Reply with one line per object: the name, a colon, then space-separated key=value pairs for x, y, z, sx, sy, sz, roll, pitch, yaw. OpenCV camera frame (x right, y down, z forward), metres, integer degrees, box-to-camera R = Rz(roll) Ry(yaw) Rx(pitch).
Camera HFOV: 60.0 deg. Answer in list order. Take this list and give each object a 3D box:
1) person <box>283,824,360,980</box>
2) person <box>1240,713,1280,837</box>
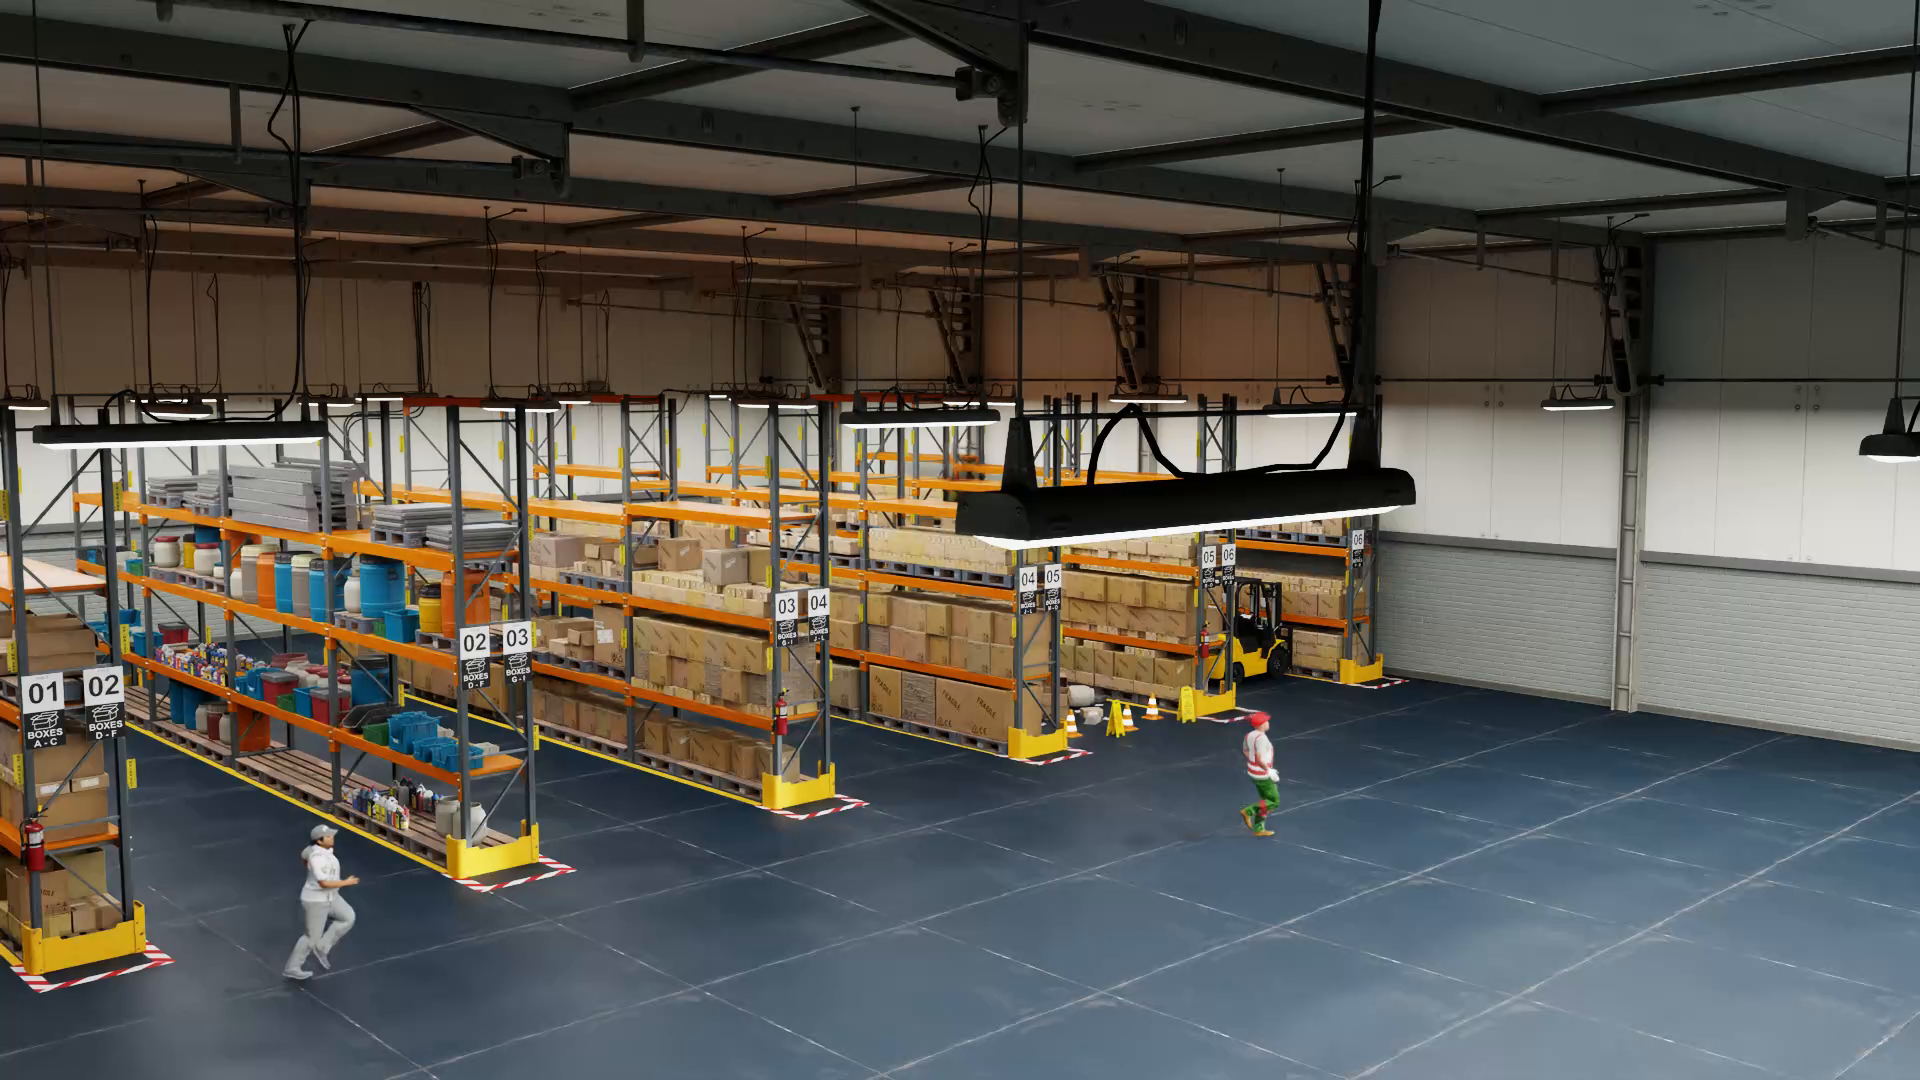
person: x=-6.766 y=3.800 z=17.634 sx=0.800 sy=1.620 sz=0.621 roll=-1 pitch=6 yaw=-13
person: x=4.128 y=3.249 z=23.017 sx=0.601 sy=1.739 sz=0.659 roll=-1 pitch=6 yaw=-13
